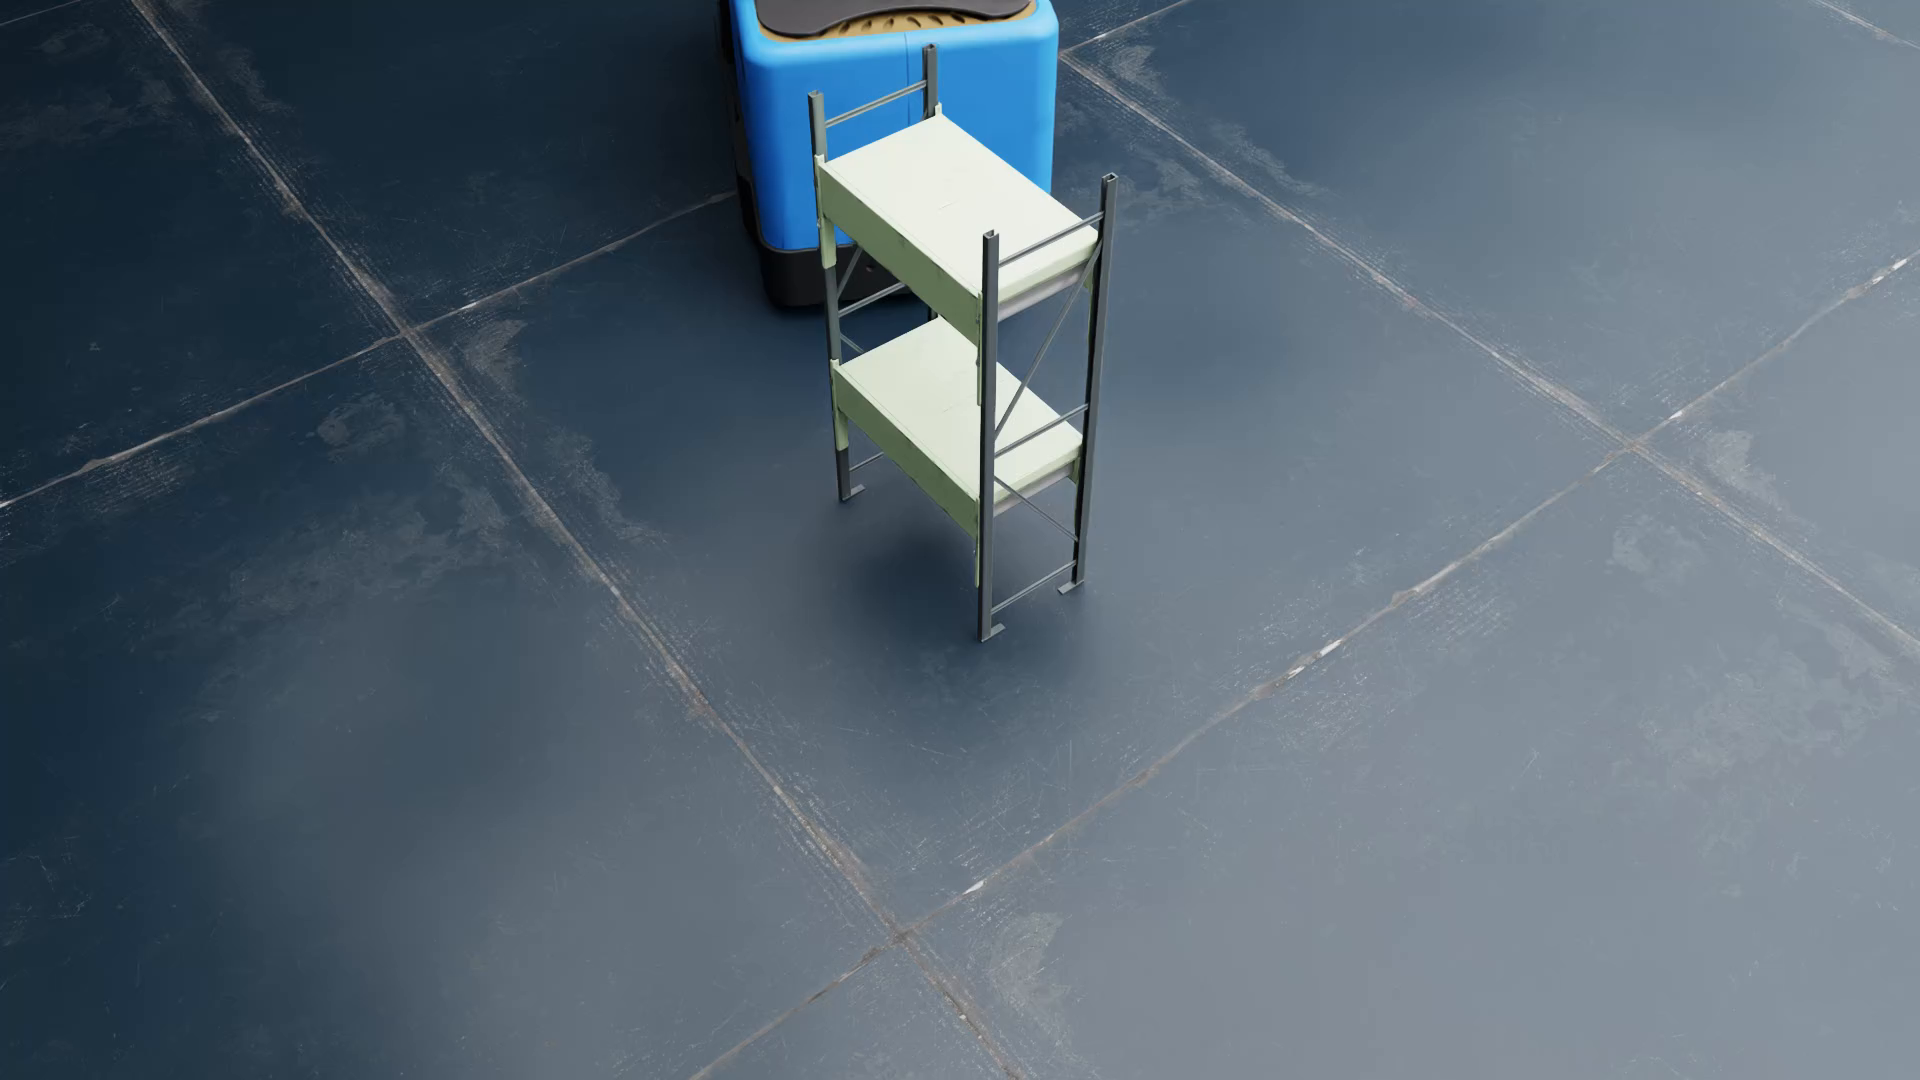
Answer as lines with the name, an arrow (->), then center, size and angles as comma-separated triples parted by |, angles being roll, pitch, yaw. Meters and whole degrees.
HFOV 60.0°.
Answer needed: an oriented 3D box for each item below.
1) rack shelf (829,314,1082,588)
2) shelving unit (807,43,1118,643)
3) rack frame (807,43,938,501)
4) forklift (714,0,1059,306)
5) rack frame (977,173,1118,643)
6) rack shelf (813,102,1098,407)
rack shelf -> -0.004, -0.289, 4.939 | 0.431, 0.370, 0.720 | -29, 54, -24
shelving unit -> -0.004, -0.508, 4.698 | 0.431, 1.500, 0.755 | -29, 54, -24
rack frame -> -0.226, -0.723, 4.894 | 0.400, 1.500, 0.023 | -29, 54, -24
forklift -> -0.434, -2.925, 5.924 | 1.130, 2.935, 3.031 | -8, 48, -7
rack frame -> 0.218, -0.292, 4.502 | 0.400, 1.500, 0.023 | -29, 54, -24
rack shelf -> -0.004, -0.770, 4.409 | 0.431, 0.370, 0.720 | -29, 54, -24
